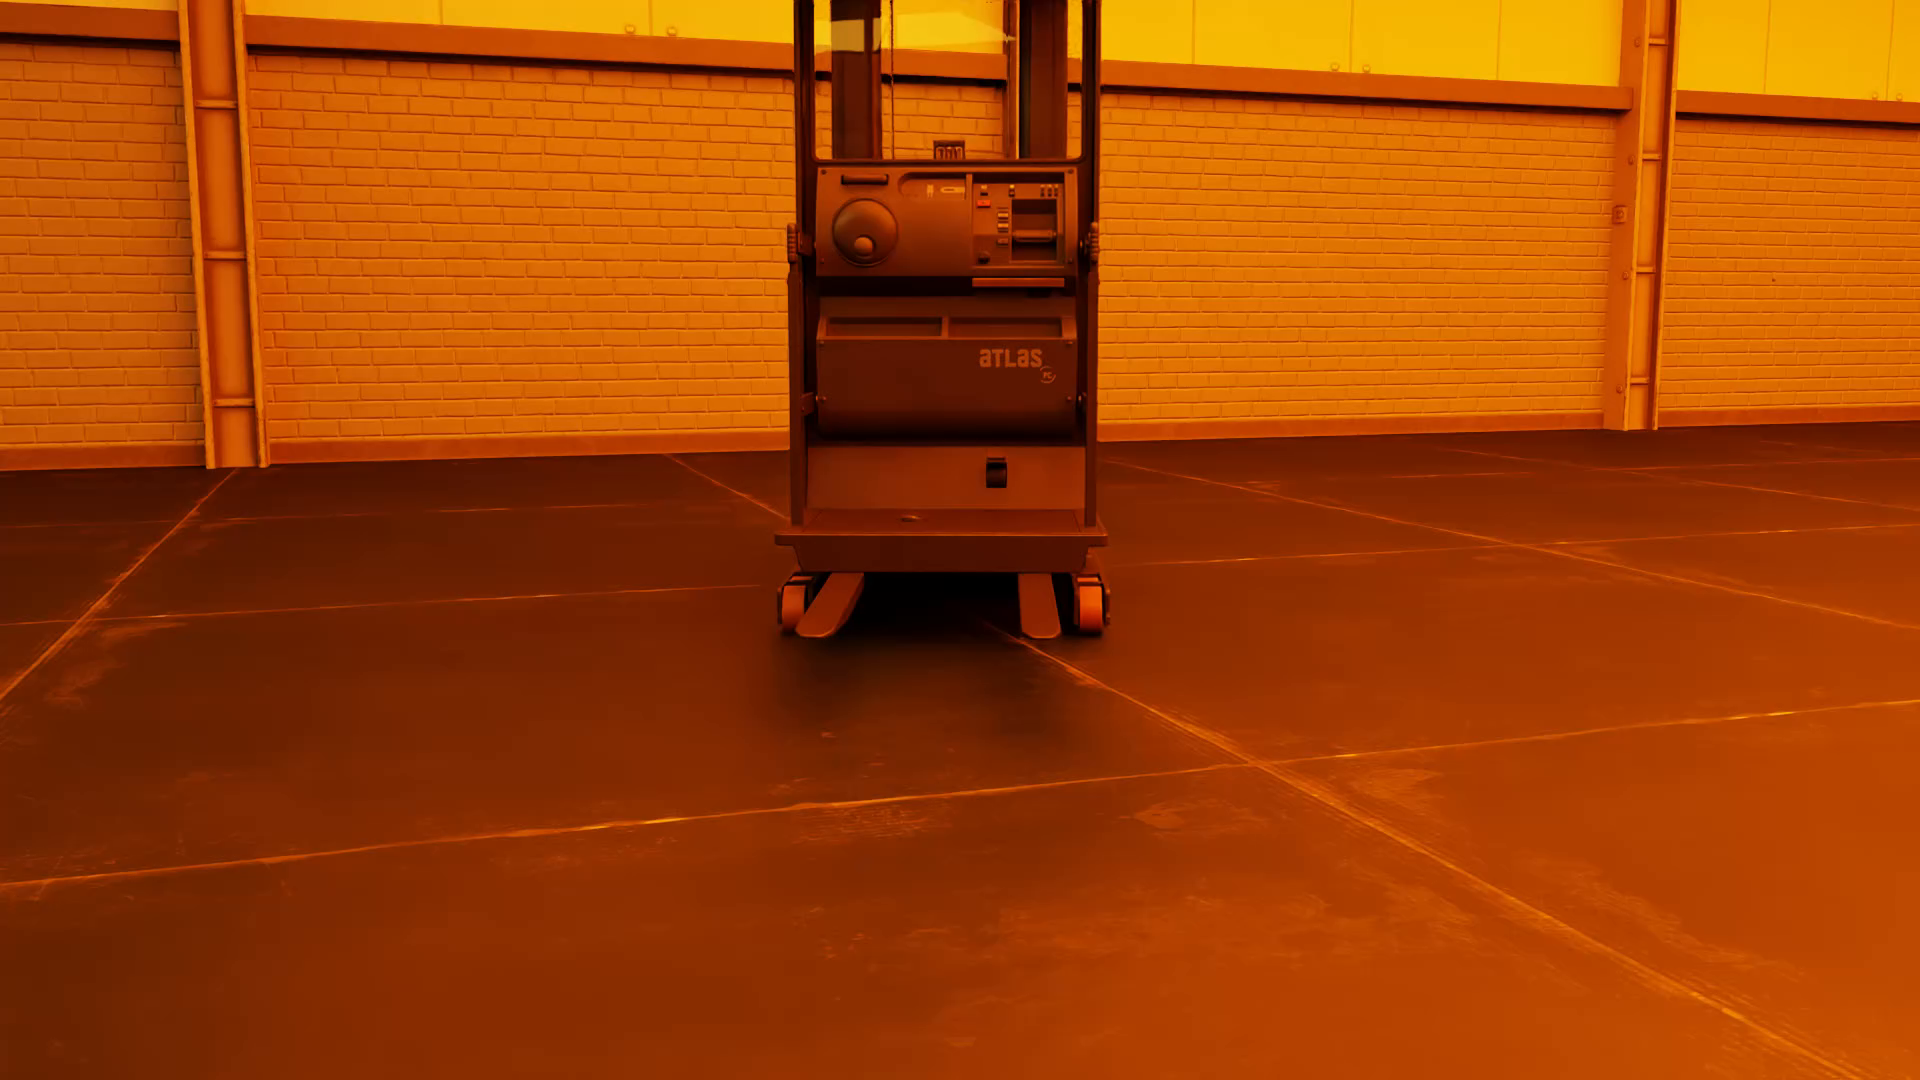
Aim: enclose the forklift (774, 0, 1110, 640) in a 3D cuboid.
[{"bbox_3d":[-0.050,-1.179,5.717,1.130,2.935,3.031,0,8,1],"label":"forklift"}]
